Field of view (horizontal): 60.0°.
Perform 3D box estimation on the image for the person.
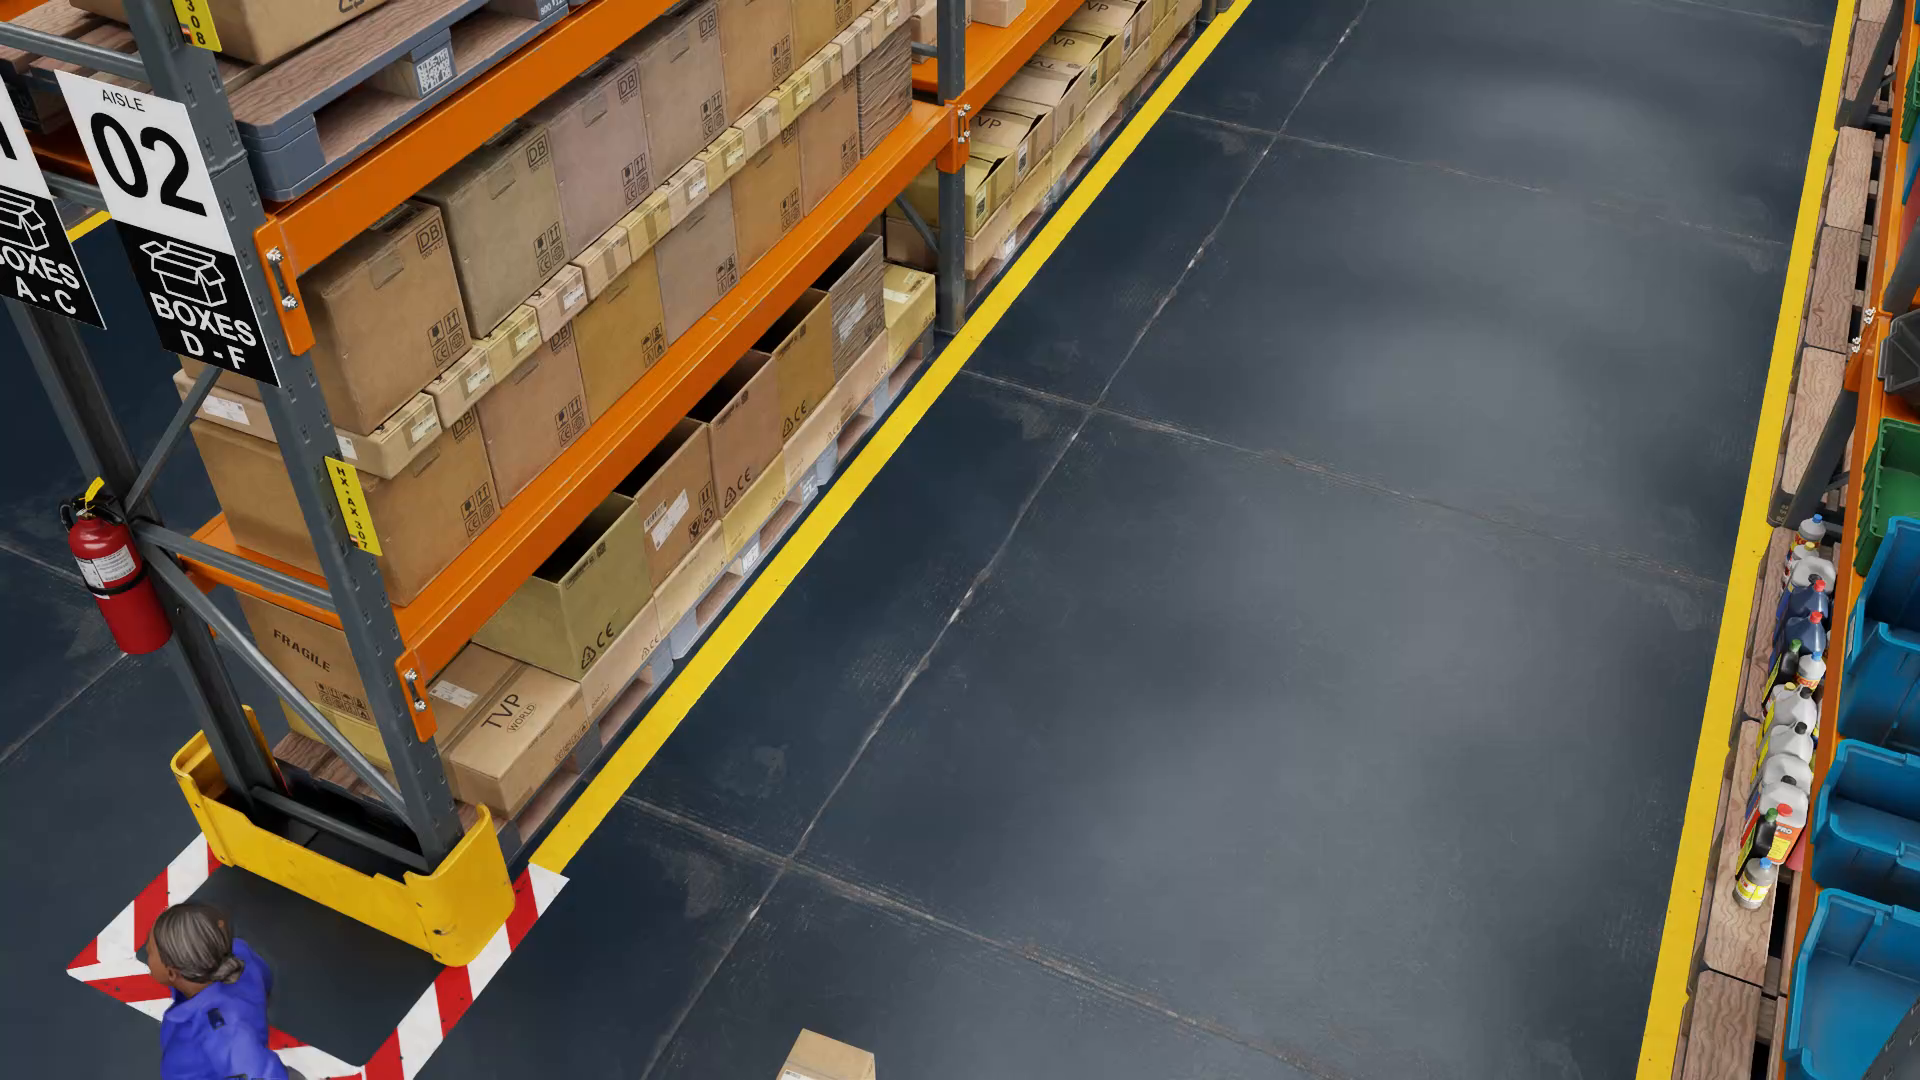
[{"bbox_3d":[-1.877,1.581,4.459,0.681,1.628,0.624,-11,43,-12],"label":"person"}]
